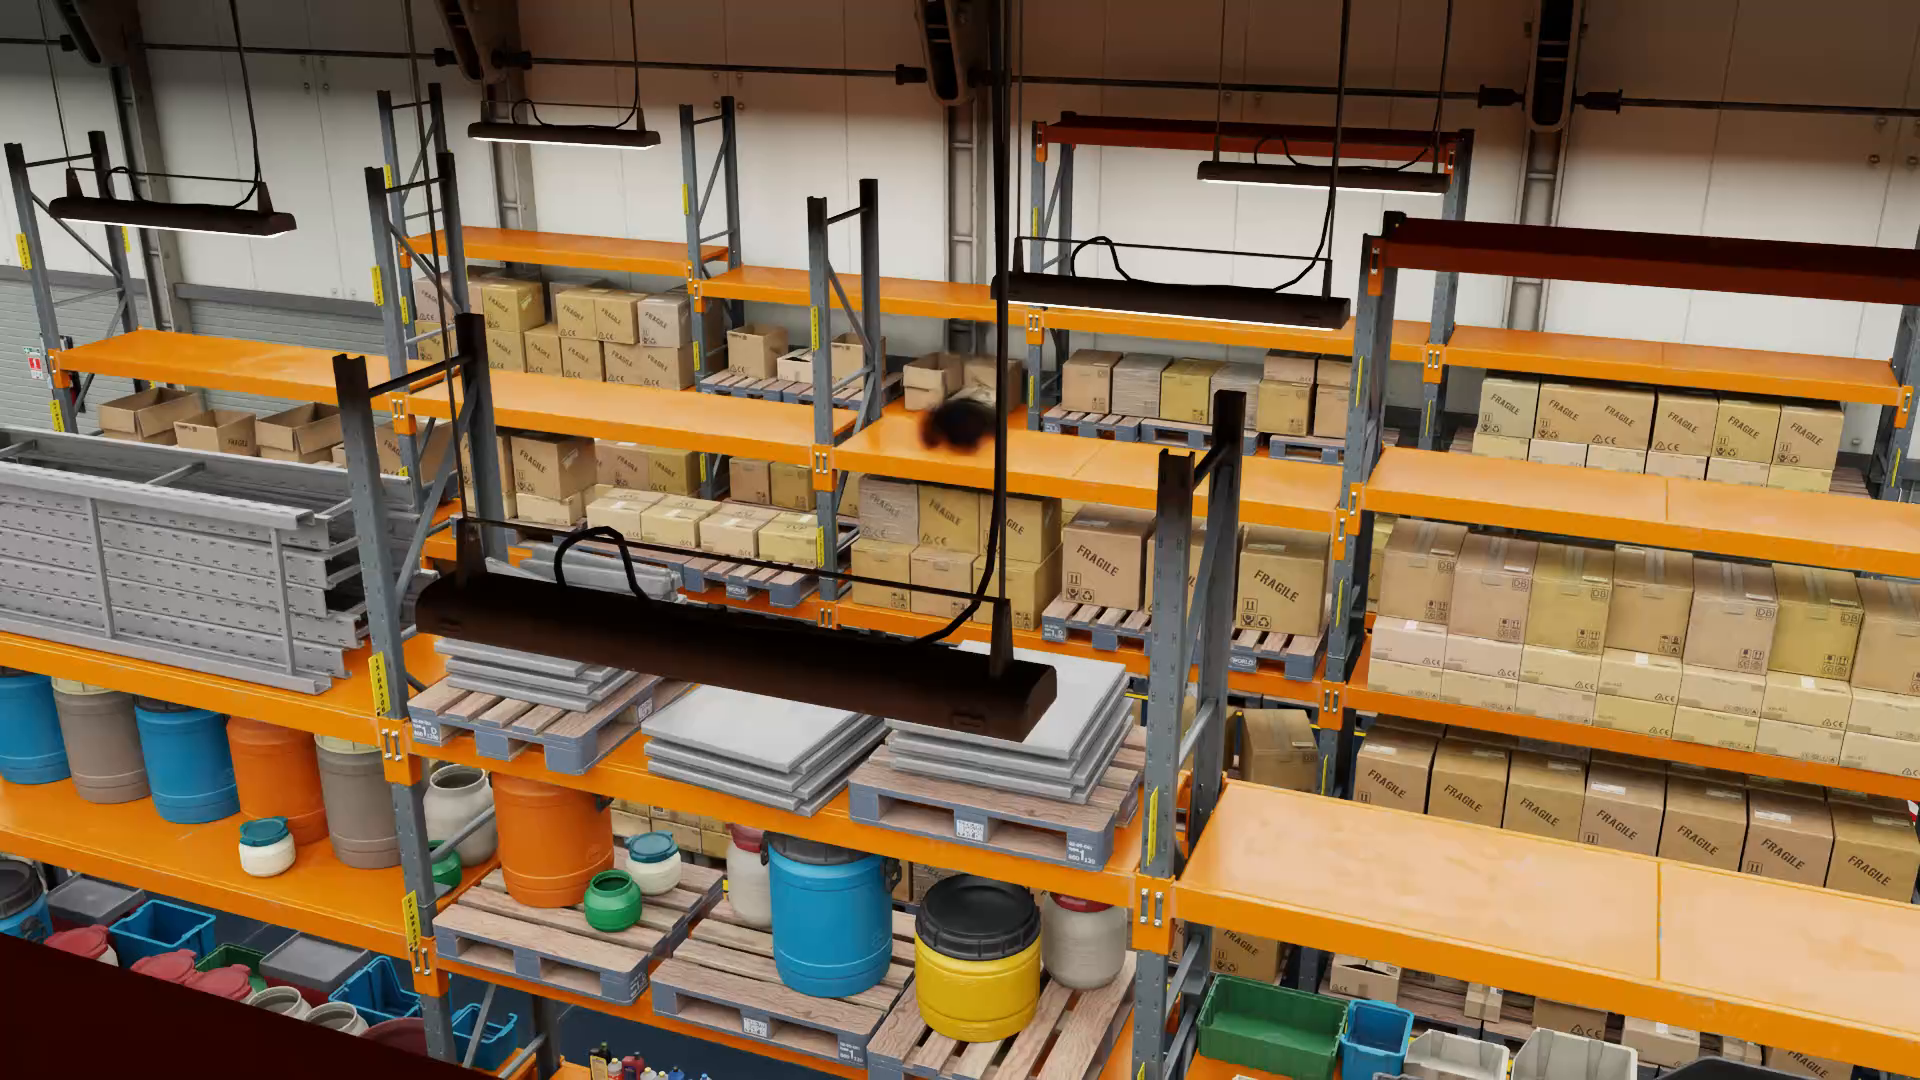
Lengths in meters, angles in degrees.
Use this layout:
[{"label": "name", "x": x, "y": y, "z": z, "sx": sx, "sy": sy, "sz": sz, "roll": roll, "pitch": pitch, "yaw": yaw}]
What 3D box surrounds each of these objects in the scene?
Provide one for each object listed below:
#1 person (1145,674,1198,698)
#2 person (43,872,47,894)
[{"label": "person", "x": 2.099, "y": 1.106, "z": 15.773, "sx": 0.674, "sy": 0.897, "sz": 0.689, "roll": 4, "pitch": 21, "yaw": 11}, {"label": "person", "x": -8.017, "y": 2.393, "z": 14.087, "sx": 0.400, "sy": 1.403, "sz": 0.572, "roll": 11, "pitch": 23, "yaw": 27}]
